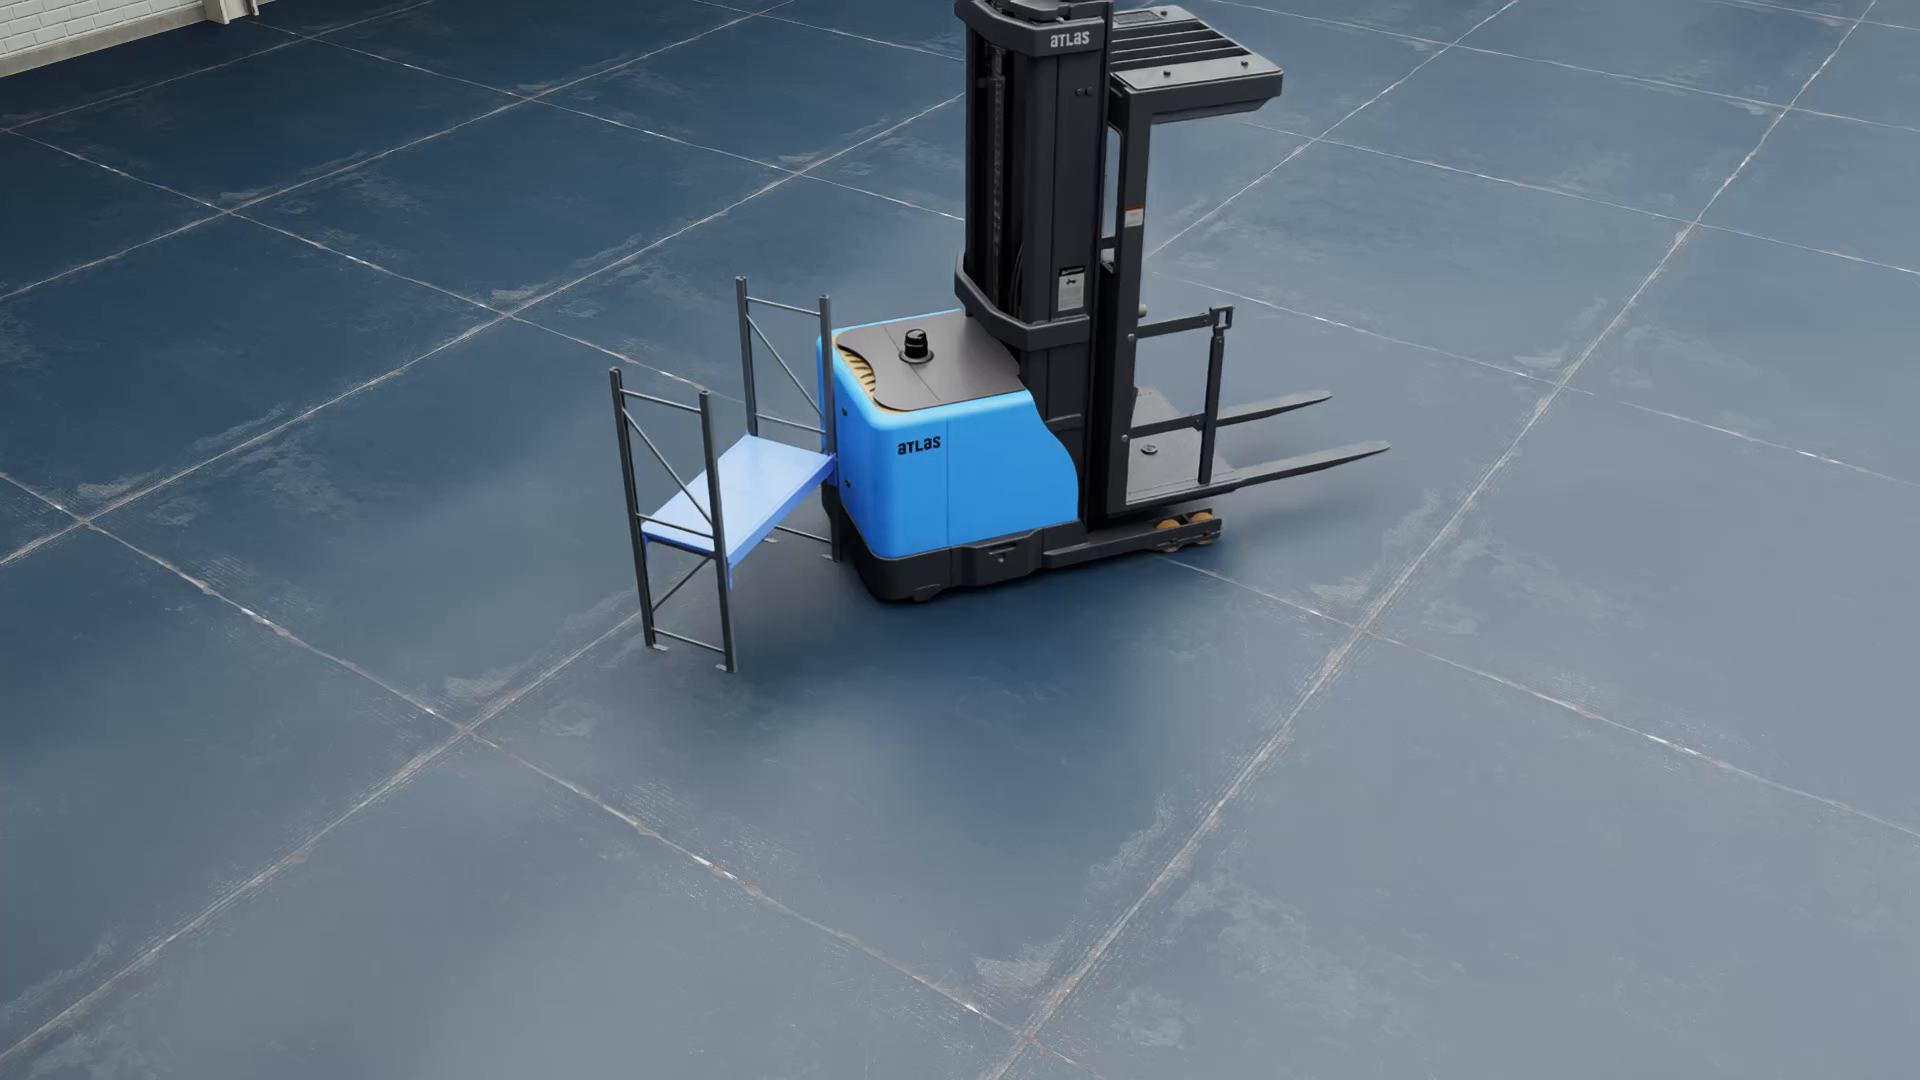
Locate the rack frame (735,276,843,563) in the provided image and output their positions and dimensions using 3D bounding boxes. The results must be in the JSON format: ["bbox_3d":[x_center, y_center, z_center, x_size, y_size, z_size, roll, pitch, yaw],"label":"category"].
[{"bbox_3d":[-0.837,-0.570,8.254,0.500,1.500,0.032,15,37,21],"label":"rack frame"}]

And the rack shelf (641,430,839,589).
[{"bbox_3d":[-1.058,-0.164,7.975,0.538,0.185,1.000,15,37,21],"label":"rack shelf"}]

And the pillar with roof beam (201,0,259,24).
[{"bbox_3d":[-3.623,-7.506,11.816,9.100,9.000,0.400,21,39,28],"label":"pillar with roof beam"}]

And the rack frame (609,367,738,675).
[{"bbox_3d":[-1.279,-0.057,7.495,0.500,1.500,0.032,15,37,21],"label":"rack frame"}]

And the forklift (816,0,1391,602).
[{"bbox_3d":[0.831,-1.416,8.228,3.031,2.935,1.130,-12,36,-17],"label":"forklift"}]

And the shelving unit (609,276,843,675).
[{"bbox_3d":[-1.058,-0.313,7.875,0.538,1.500,1.048,15,37,21],"label":"shelving unit"}]
